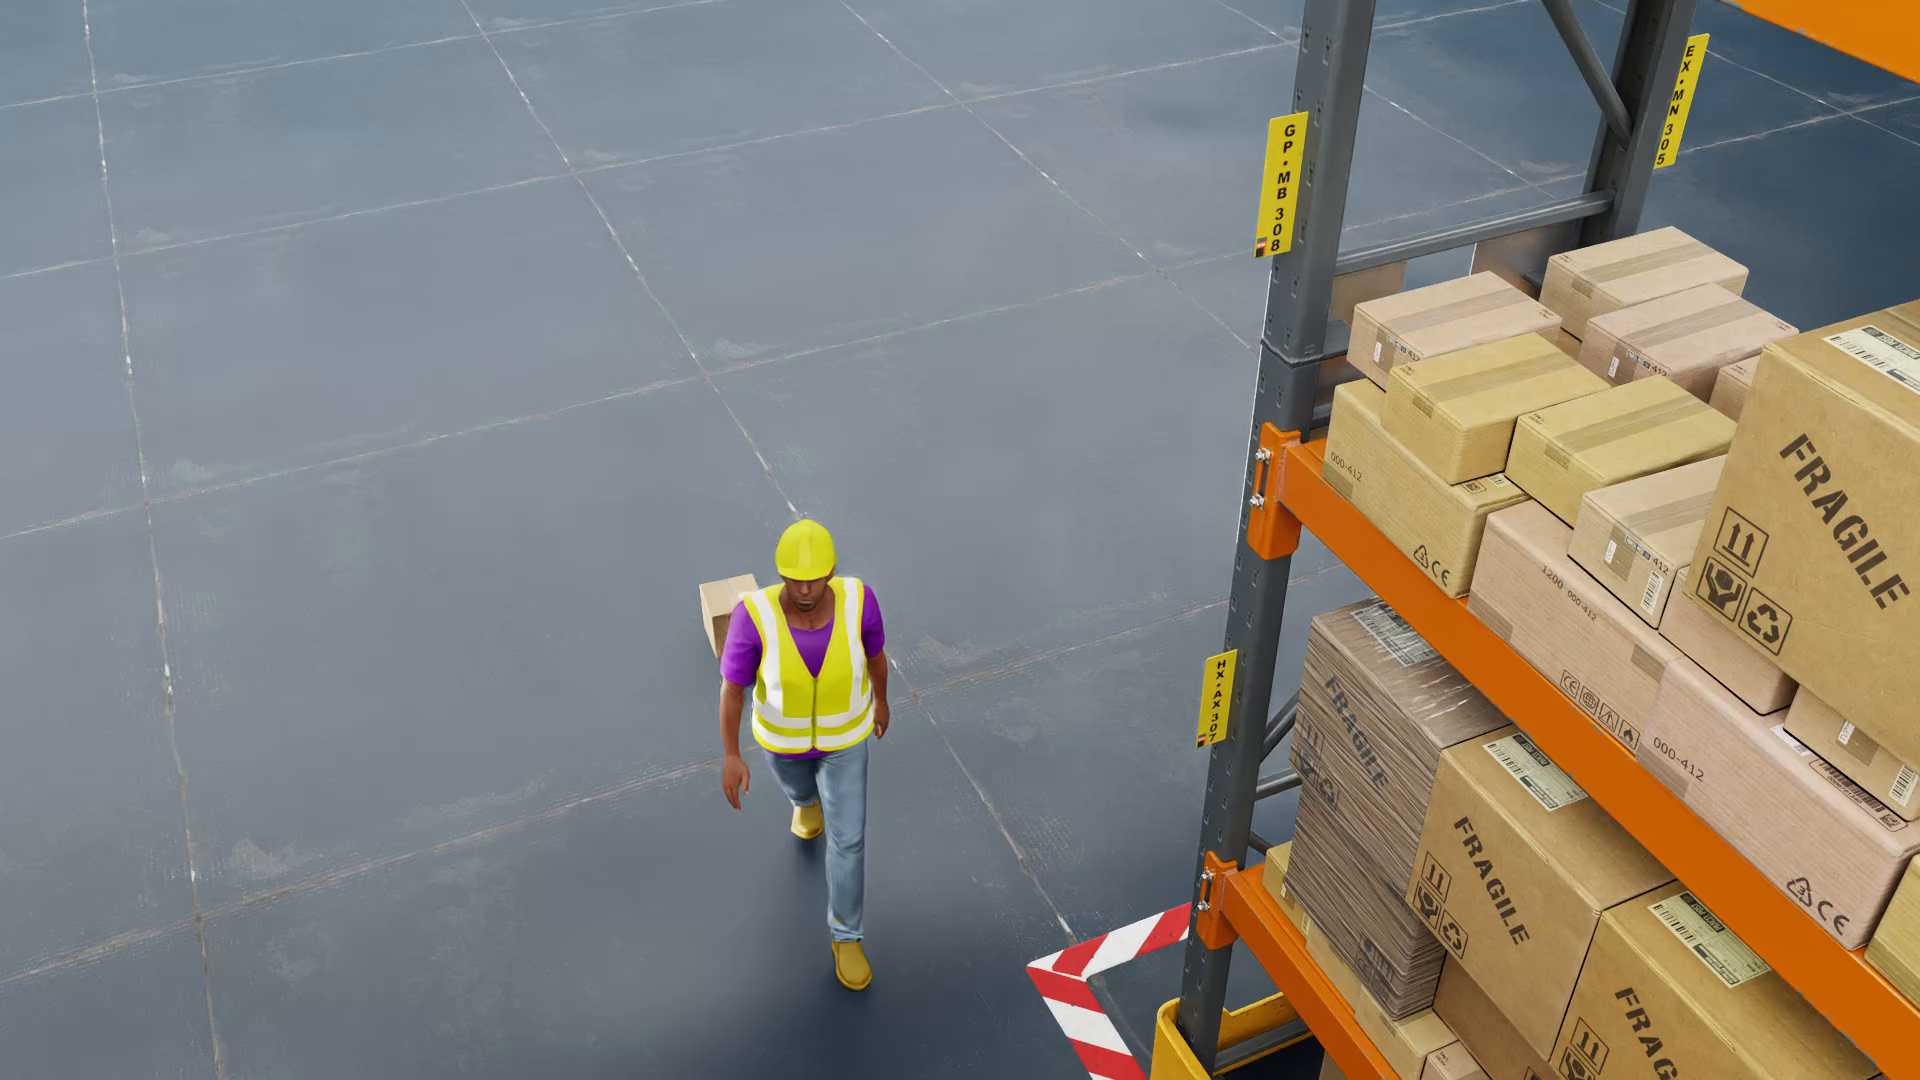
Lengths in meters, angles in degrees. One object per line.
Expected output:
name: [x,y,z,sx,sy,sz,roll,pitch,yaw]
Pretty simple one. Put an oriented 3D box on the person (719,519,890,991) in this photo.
person: [-0.543,0.692,5.923,0.613,1.724,1.047,-4,37,-5]
